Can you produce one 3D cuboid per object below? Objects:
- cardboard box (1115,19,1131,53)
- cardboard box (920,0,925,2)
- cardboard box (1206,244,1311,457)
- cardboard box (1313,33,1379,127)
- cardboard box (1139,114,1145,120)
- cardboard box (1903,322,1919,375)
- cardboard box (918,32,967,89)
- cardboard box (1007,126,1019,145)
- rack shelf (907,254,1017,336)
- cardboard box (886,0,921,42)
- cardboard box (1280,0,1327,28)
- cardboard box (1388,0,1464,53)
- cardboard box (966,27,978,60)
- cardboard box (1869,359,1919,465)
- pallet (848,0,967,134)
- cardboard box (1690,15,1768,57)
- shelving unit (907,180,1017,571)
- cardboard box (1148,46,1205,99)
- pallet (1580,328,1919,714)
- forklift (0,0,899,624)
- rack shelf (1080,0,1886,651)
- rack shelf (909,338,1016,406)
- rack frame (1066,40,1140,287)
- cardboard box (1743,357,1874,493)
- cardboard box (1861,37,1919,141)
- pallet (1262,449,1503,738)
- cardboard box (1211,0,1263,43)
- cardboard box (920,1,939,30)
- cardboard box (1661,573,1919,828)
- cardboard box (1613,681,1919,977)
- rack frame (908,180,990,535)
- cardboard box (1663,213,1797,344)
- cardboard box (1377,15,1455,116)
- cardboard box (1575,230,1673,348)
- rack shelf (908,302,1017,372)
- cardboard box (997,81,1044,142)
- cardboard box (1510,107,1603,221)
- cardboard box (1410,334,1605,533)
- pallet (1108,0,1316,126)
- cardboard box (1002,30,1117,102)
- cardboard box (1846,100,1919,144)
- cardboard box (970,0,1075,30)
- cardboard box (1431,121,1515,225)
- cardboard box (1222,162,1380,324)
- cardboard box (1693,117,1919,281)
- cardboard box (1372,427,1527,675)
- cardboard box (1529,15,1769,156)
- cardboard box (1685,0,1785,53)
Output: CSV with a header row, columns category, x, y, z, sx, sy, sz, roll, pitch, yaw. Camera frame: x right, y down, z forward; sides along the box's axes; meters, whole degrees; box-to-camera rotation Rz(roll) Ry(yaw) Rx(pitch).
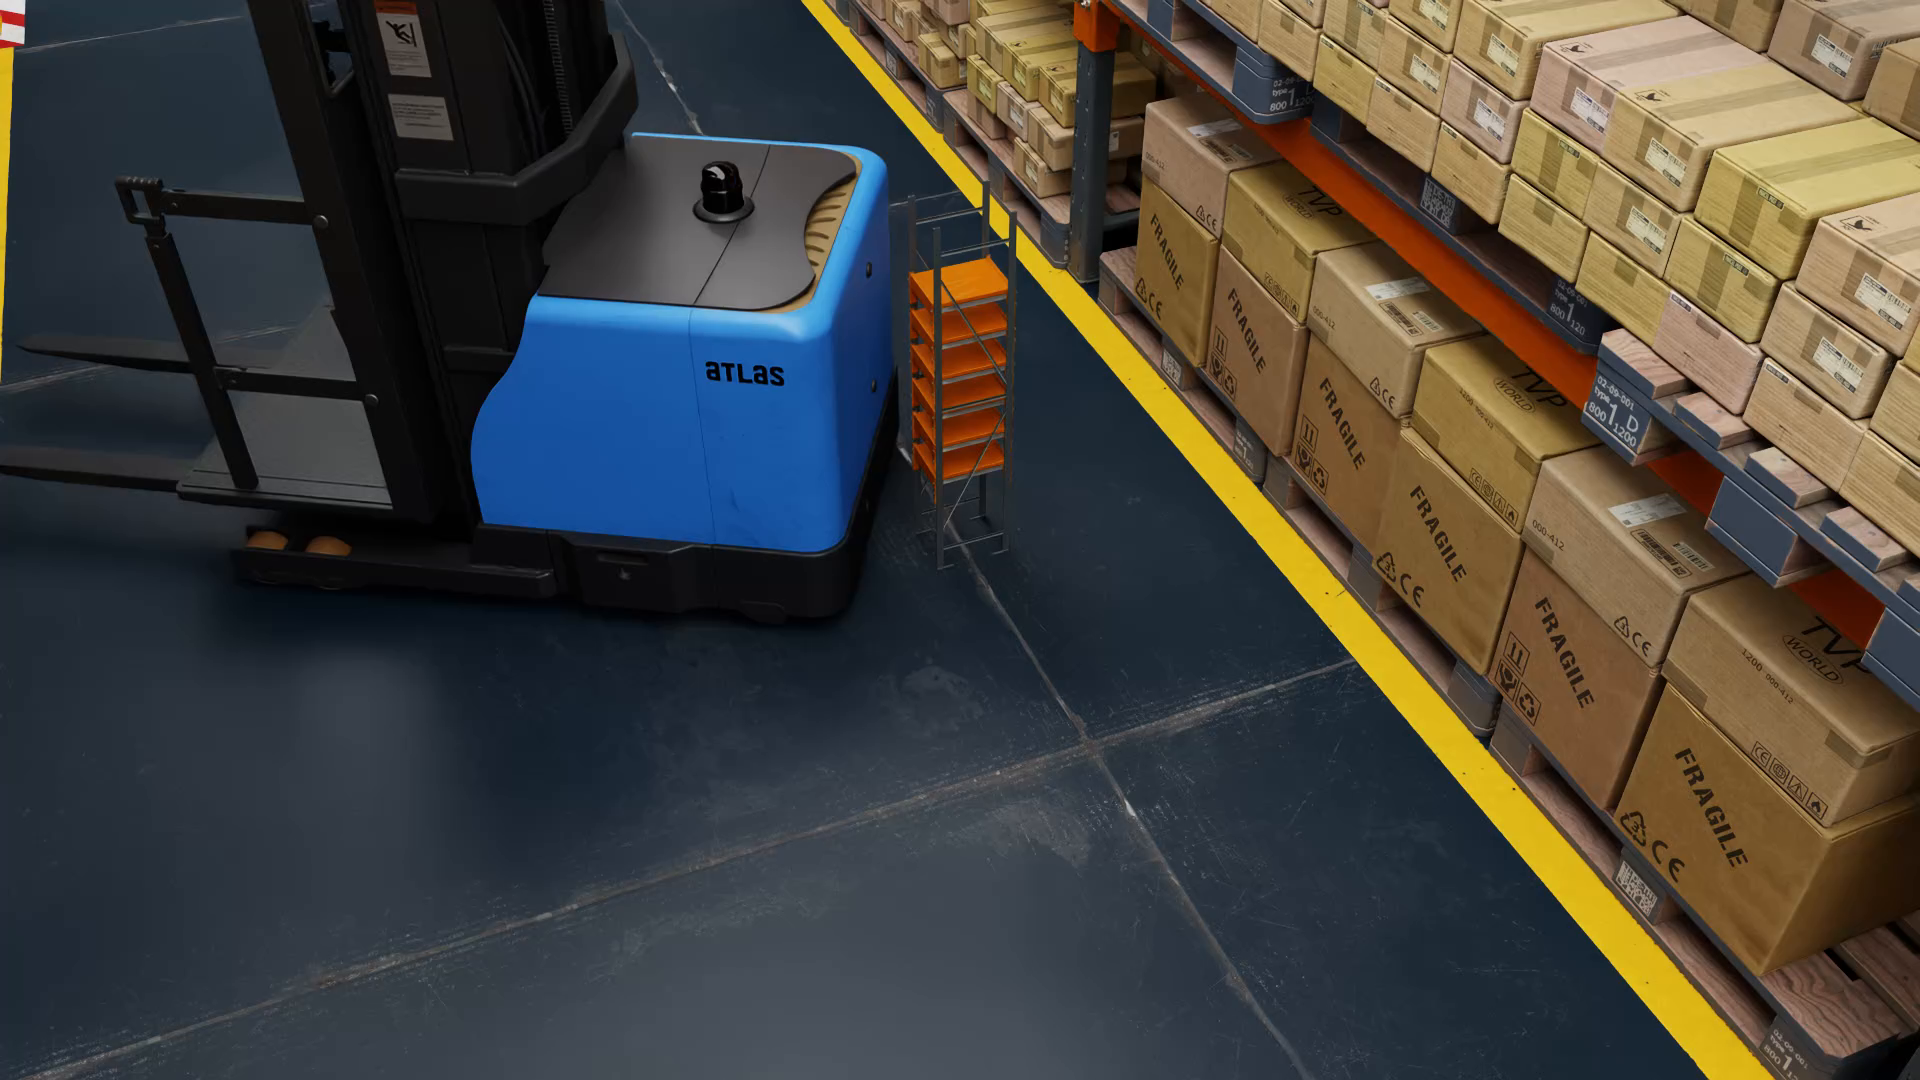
category,x,y,z,sx,sy,sz,roll,pitch,yaw
cardboard box,0.766,-2.156,6.865,0.380,0.149,0.250,-16,43,-17
cardboard box,-0.044,-2.493,7.256,0.380,0.149,0.250,-17,43,-18
cardboard box,1.141,-0.654,5.305,0.500,0.500,0.500,-13,42,-15
cardboard box,1.130,-1.199,4.214,0.380,0.149,0.250,-16,43,-18
cardboard box,0.955,-1.810,6.919,0.380,0.149,0.250,-14,43,-16
cardboard box,1.819,-0.333,2.751,0.380,0.149,0.250,-17,43,-19
cardboard box,0.039,-2.125,7.285,0.380,0.149,0.250,-15,43,-17
cardboard box,0.413,-1.679,6.766,0.380,0.149,0.250,-14,43,-16
rack shelf,0.006,-0.685,4.643,0.258,0.103,0.180,-15,43,-17
cardboard box,-0.122,-2.436,7.647,0.380,0.149,0.250,-15,43,-17
cardboard box,1.031,-1.467,4.298,0.380,0.149,0.250,-13,42,-15
cardboard box,1.227,-1.269,3.840,0.380,0.149,0.250,-14,43,-16
cardboard box,0.246,-2.066,6.988,0.380,0.149,0.250,-15,43,-16
cardboard box,1.820,-0.223,2.852,0.380,0.149,0.250,-14,43,-16
pallet,0.139,-2.347,7.817,1.003,0.211,1.213,-15,43,-17
cardboard box,1.937,-1.156,3.936,0.380,0.149,0.250,-15,43,-17
shelving unit,0.006,-0.446,4.849,0.258,1.200,0.189,-15,43,-17
cardboard box,0.959,-1.835,6.492,0.380,0.149,0.250,-13,42,-15
pallet,2.059,-0.193,3.320,1.213,0.211,1.003,-15,43,-17
forklift,-1.762,-1.294,4.507,3.031,2.935,1.130,5,41,6
rack shelf,1.665,-0.795,4.425,1.077,0.370,4.000,-15,43,-17
rack shelf,0.006,-0.504,4.799,0.258,0.103,0.180,-15,43,-17
rack frame,0.900,-2.272,5.592,1.000,3.000,0.127,-15,43,-17
cardboard box,1.723,-0.259,3.121,0.380,0.149,0.250,-15,43,-17
cardboard box,2.136,-0.949,3.467,0.380,0.149,0.250,-17,43,-19
pallet,1.669,-0.010,5.100,1.003,0.211,1.213,-15,43,-17
cardboard box,0.924,-1.515,4.582,0.380,0.149,0.250,-15,43,-16
cardboard box,0.047,-2.381,7.355,0.380,0.149,0.250,-17,44,-19
cardboard box,1.926,0.295,3.626,0.500,0.250,0.500,-16,43,-18
cardboard box,1.937,0.595,3.853,0.500,0.500,0.500,-15,43,-17
rack frame,-0.029,-0.501,4.913,0.240,1.200,0.006,-15,43,-17
cardboard box,1.614,-0.542,3.222,0.380,0.149,0.250,-14,43,-16
cardboard box,1.226,-1.155,3.935,0.380,0.149,0.250,-16,43,-18
cardboard box,1.533,-0.565,3.477,0.380,0.149,0.250,-16,43,-17
rack shelf,0.006,-0.594,4.721,0.258,0.103,0.180,-15,43,-17
cardboard box,0.370,-1.734,6.602,0.380,0.149,0.250,-17,44,-19
cardboard box,1.425,-0.843,3.572,0.380,0.149,0.250,-15,43,-17
cardboard box,1.543,-0.317,4.337,0.500,0.250,0.500,-14,43,-16
pallet,1.058,-1.703,5.077,1.003,0.211,1.213,-15,43,-17
cardboard box,0.389,-1.869,6.532,0.380,0.149,0.250,-15,43,-16
cardboard box,2.123,-0.855,3.586,0.380,0.149,0.250,-15,43,-17
cardboard box,0.259,-2.193,6.908,0.380,0.149,0.250,-14,43,-15
cardboard box,1.331,-0.883,3.847,0.380,0.149,0.250,-14,43,-16
cardboard box,1.144,-0.937,5.059,0.500,0.250,0.500,-14,43,-16
cardboard box,1.625,-0.643,3.111,0.380,0.149,0.250,-14,43,-16
cardboard box,1.524,-0.033,4.583,0.500,0.500,0.500,-17,44,-19
cardboard box,1.432,-0.949,3.468,0.380,0.149,0.250,-15,43,-17
cardboard box,1.928,-1.270,3.841,0.380,0.149,0.250,-14,43,-16
